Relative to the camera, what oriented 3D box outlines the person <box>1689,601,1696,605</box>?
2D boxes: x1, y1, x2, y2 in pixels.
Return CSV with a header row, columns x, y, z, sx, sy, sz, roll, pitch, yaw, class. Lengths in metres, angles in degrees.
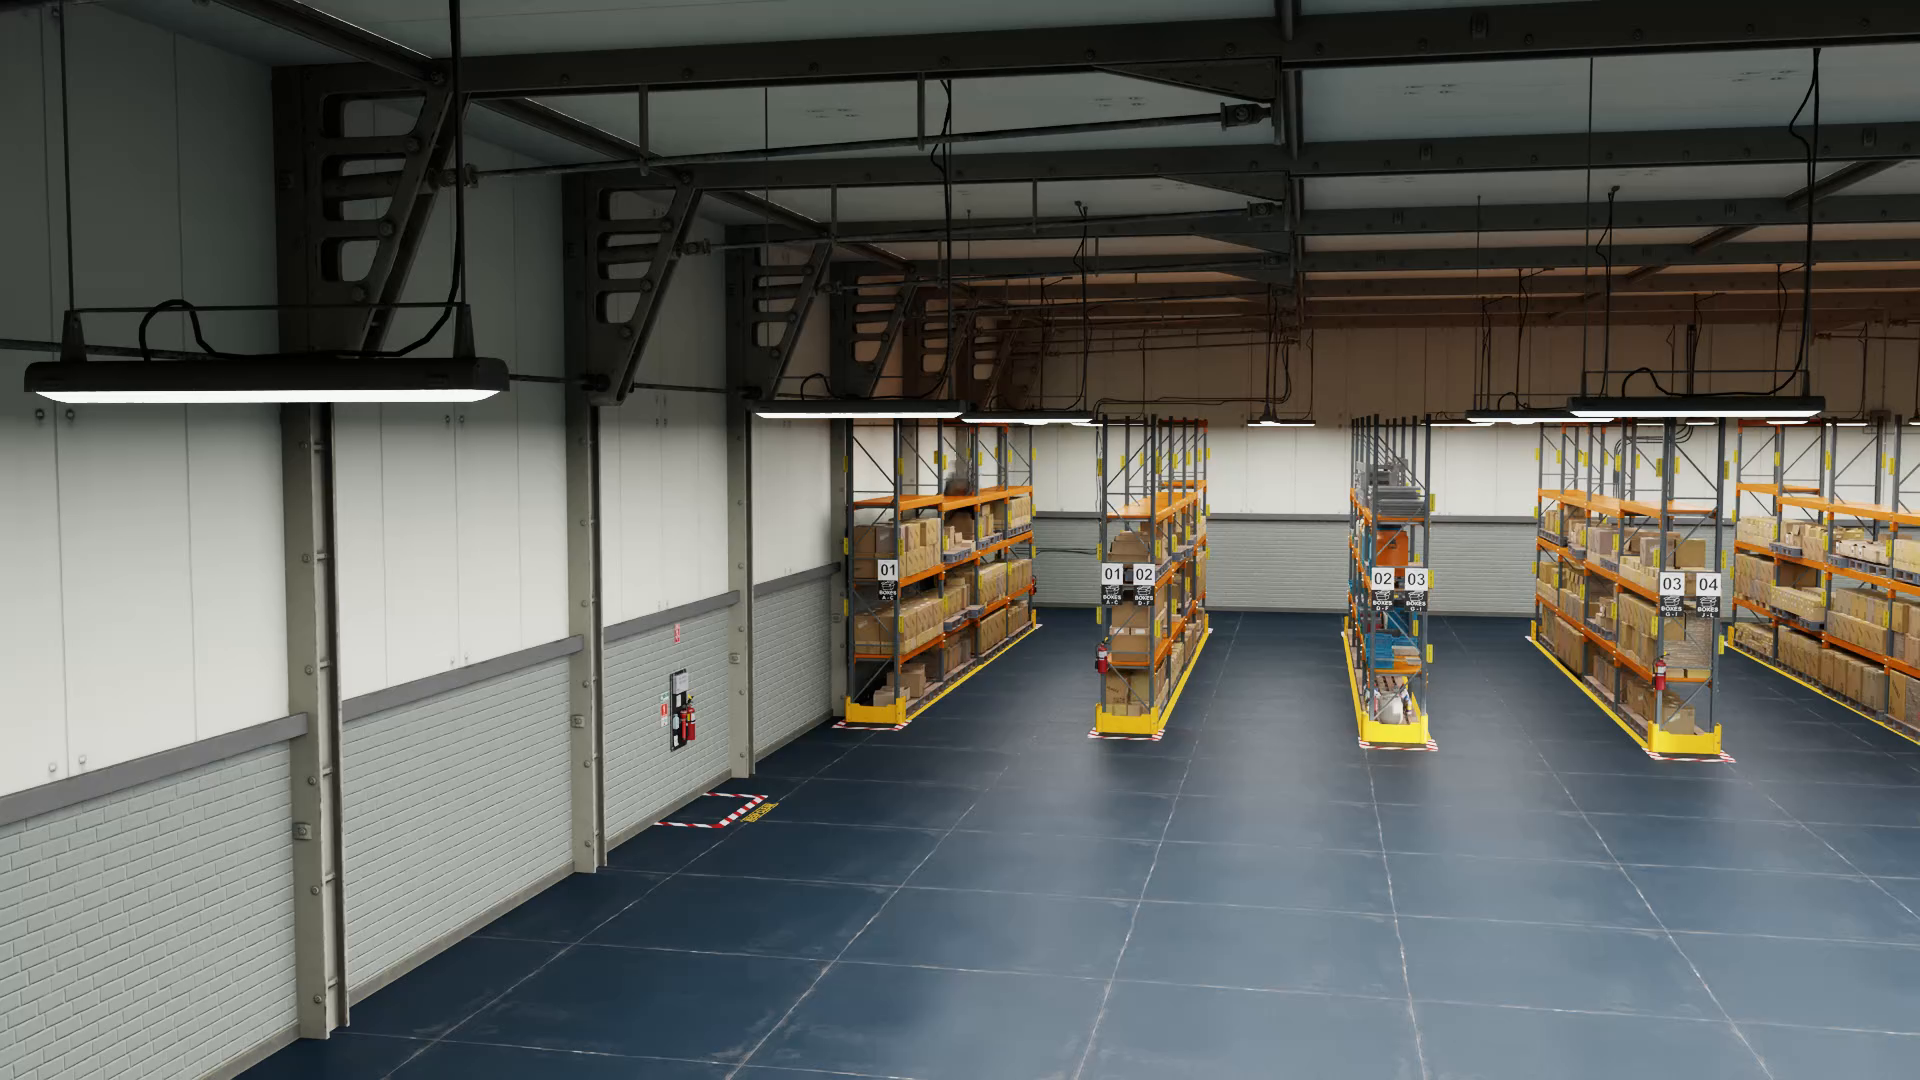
x,y,z,sx,sy,sz,roll,pitch,yaw,class
19.164,2.016,44.129,0.689,1.598,0.537,3,5,40,person
